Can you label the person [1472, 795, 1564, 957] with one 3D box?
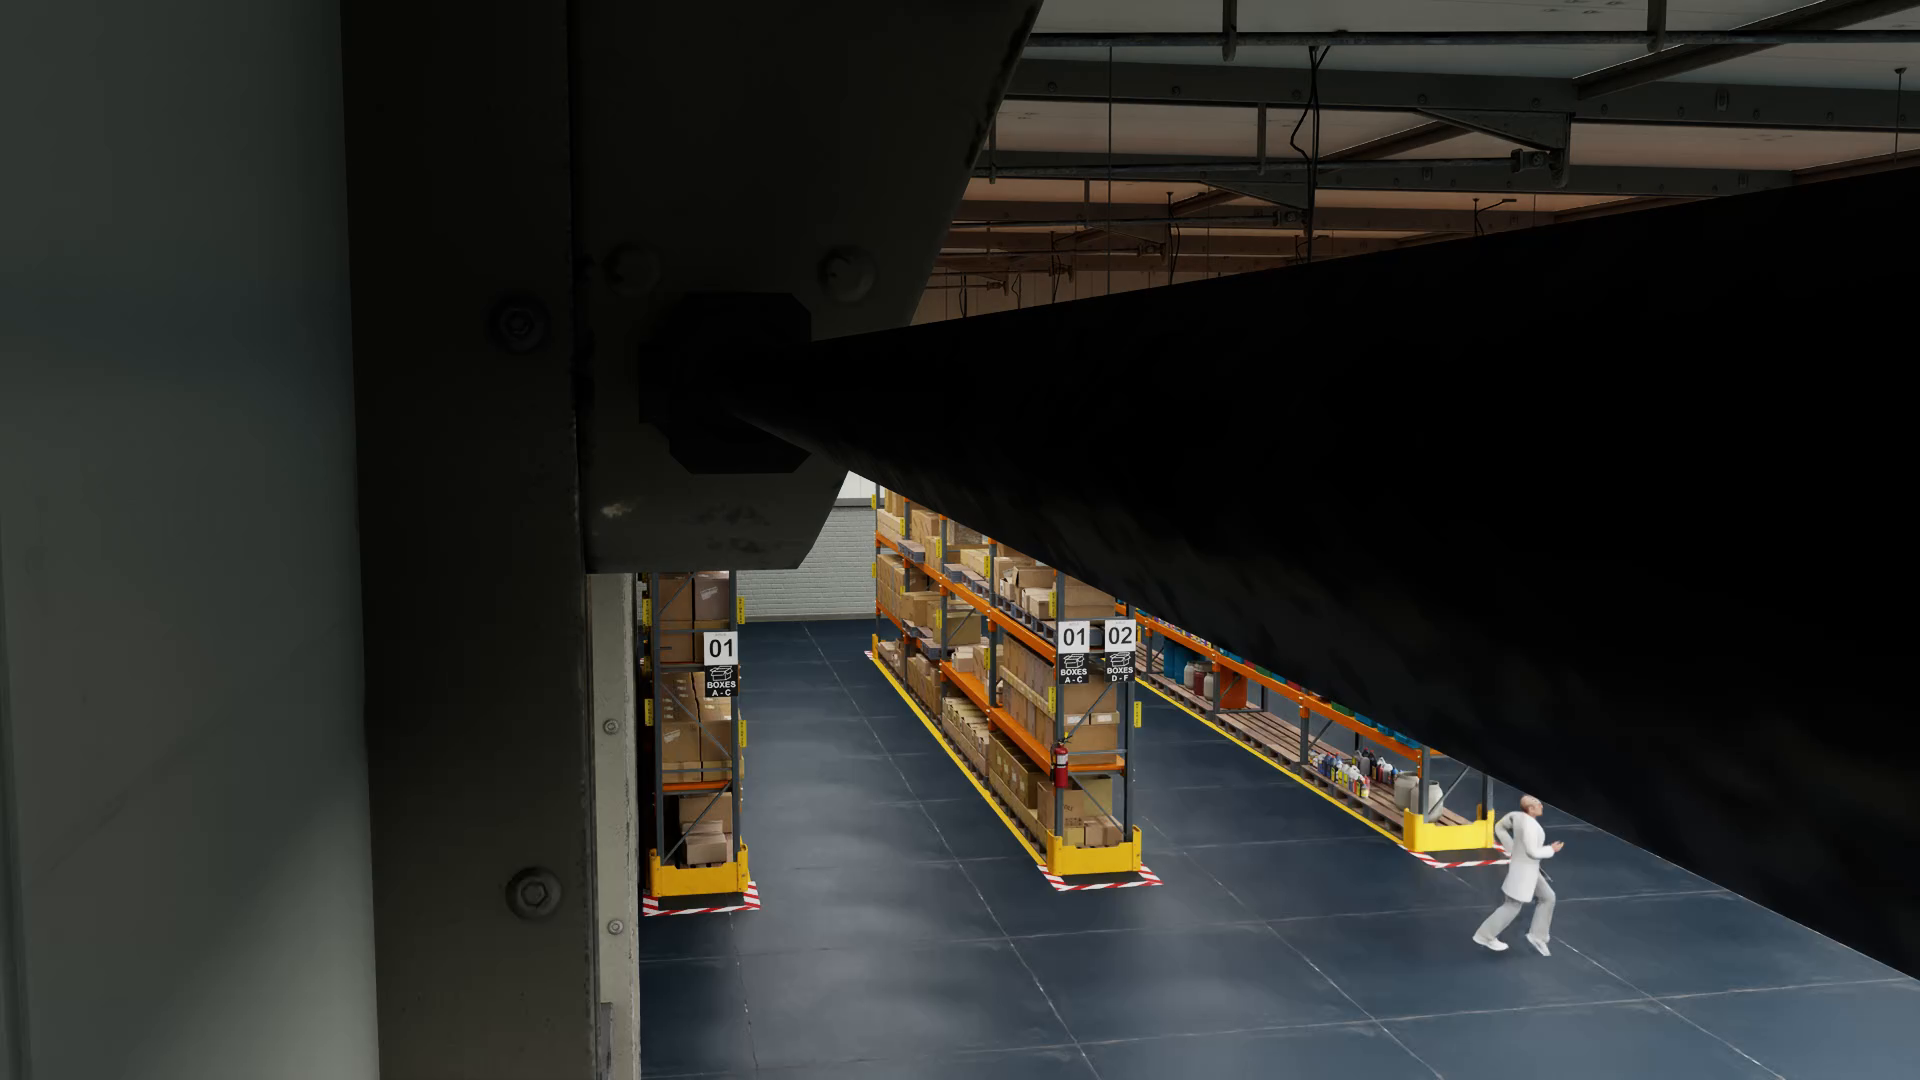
[{"bbox_3d":[5.999,3.633,17.876,0.896,1.836,0.681,2,6,14],"label":"person"}]
